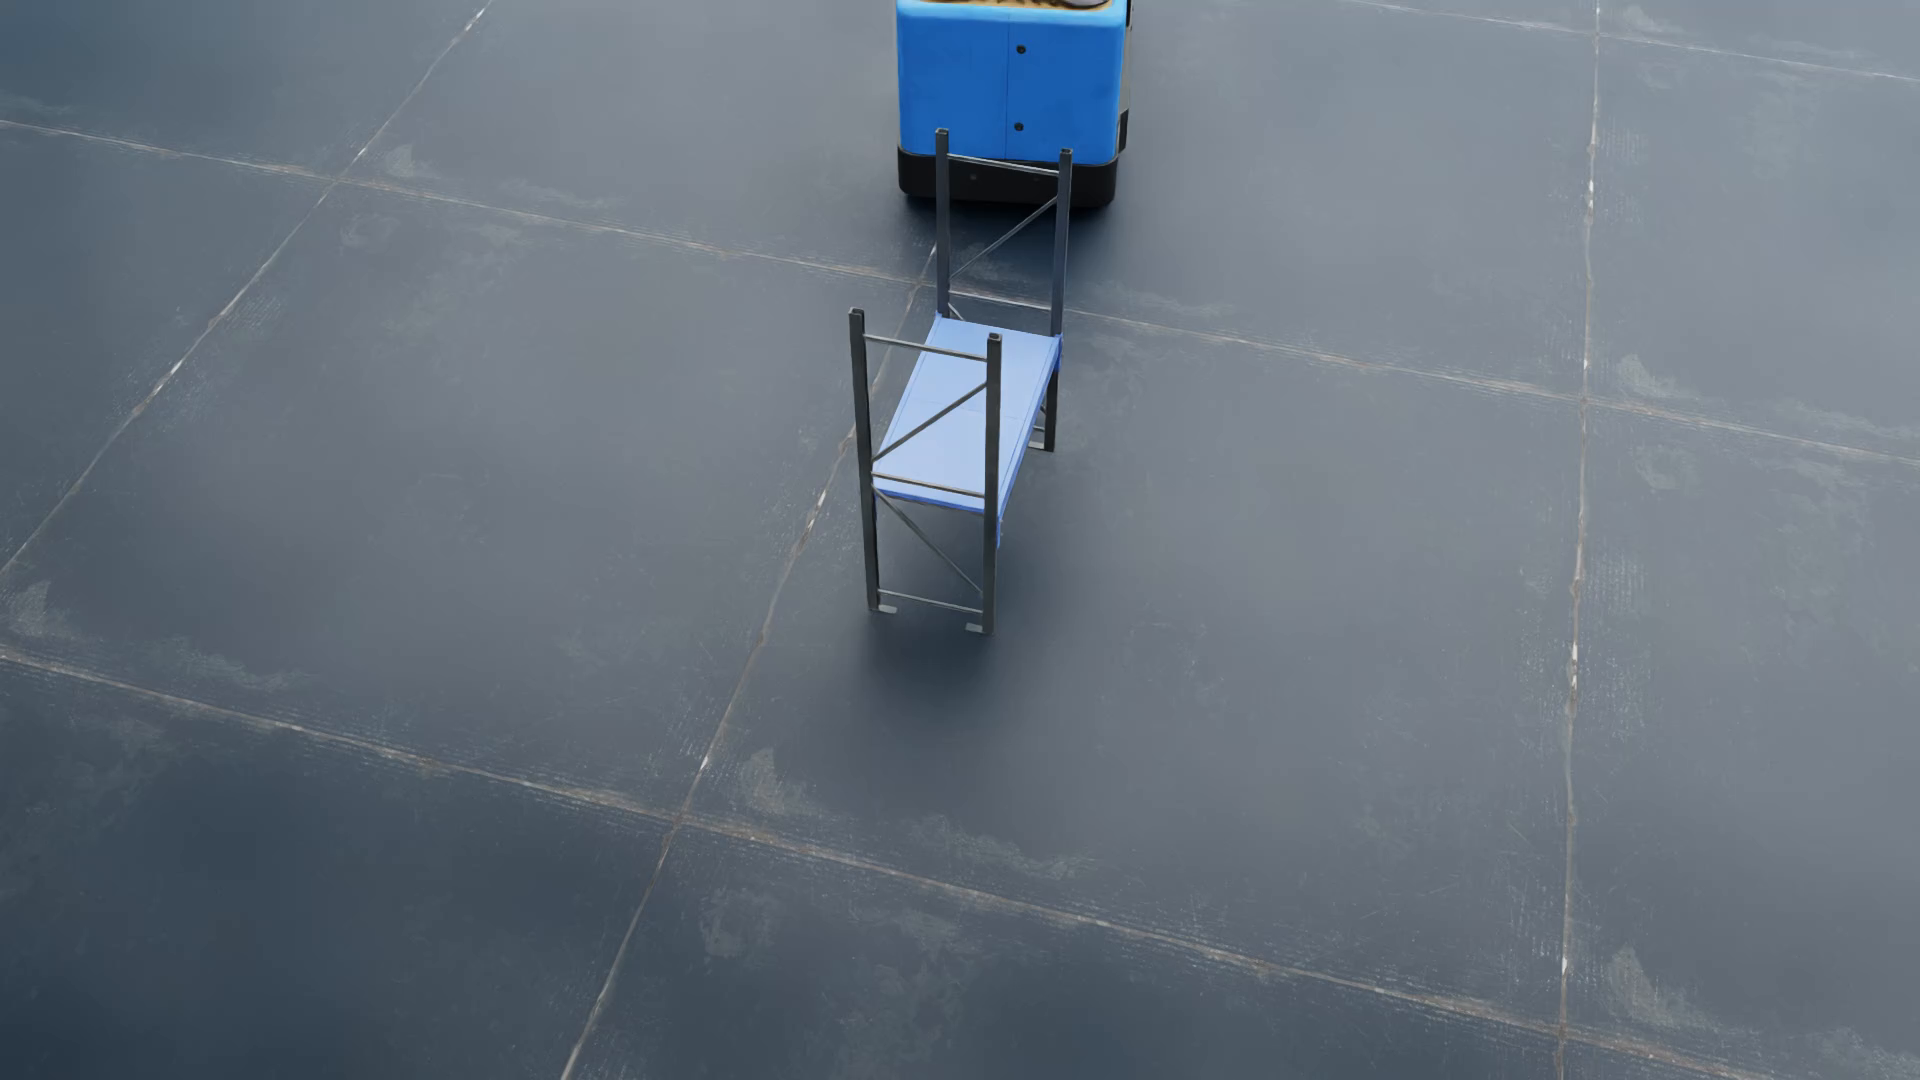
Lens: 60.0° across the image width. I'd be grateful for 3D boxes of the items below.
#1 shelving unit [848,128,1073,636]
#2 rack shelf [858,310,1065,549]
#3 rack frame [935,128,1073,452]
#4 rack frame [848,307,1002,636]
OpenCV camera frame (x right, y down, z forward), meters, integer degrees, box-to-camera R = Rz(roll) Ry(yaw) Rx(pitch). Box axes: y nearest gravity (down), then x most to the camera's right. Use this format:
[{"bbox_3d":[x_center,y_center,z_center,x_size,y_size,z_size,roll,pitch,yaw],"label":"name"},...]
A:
[{"bbox_3d":[0.022,-0.558,6.161,0.538,1.500,1.048,12,50,10],"label":"shelving unit"},{"bbox_3d":[0.022,-0.439,6.296,0.538,0.185,1.000,12,50,10],"label":"rack shelf"},{"bbox_3d":[0.156,-0.926,6.486,0.500,1.500,0.032,12,50,10],"label":"rack frame"},{"bbox_3d":[-0.111,-0.190,5.836,0.500,1.500,0.032,12,50,10],"label":"rack frame"}]
